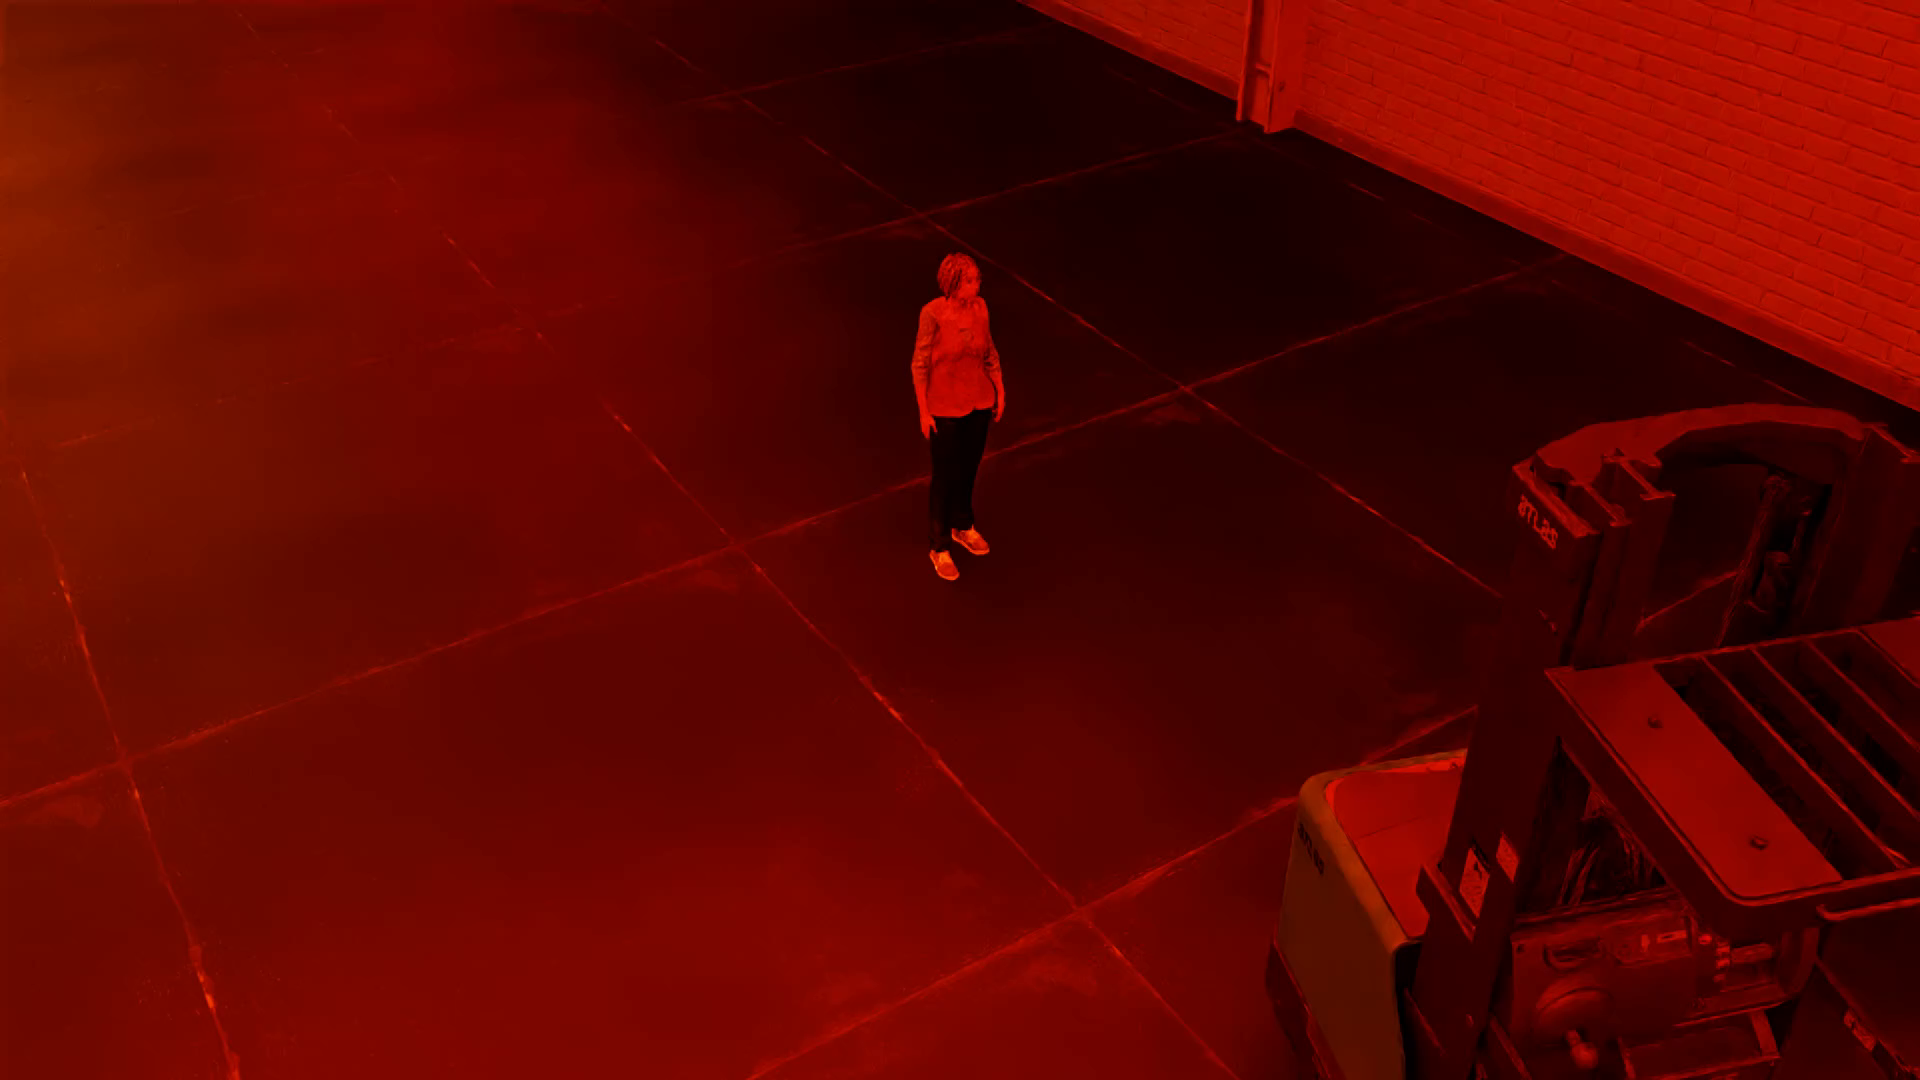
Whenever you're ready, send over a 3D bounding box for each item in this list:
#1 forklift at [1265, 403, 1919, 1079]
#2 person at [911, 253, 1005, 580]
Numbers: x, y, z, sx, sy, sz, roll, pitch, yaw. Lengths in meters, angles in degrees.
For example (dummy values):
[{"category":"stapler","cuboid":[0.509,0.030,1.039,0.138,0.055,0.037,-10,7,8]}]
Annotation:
[{"category":"forklift","cuboid":[1.975,1.246,4.374,1.130,2.935,3.031,-8,36,-11]},{"category":"person","cuboid":[0.029,-0.619,8.177,0.520,1.597,0.474,-21,40,-27]}]
